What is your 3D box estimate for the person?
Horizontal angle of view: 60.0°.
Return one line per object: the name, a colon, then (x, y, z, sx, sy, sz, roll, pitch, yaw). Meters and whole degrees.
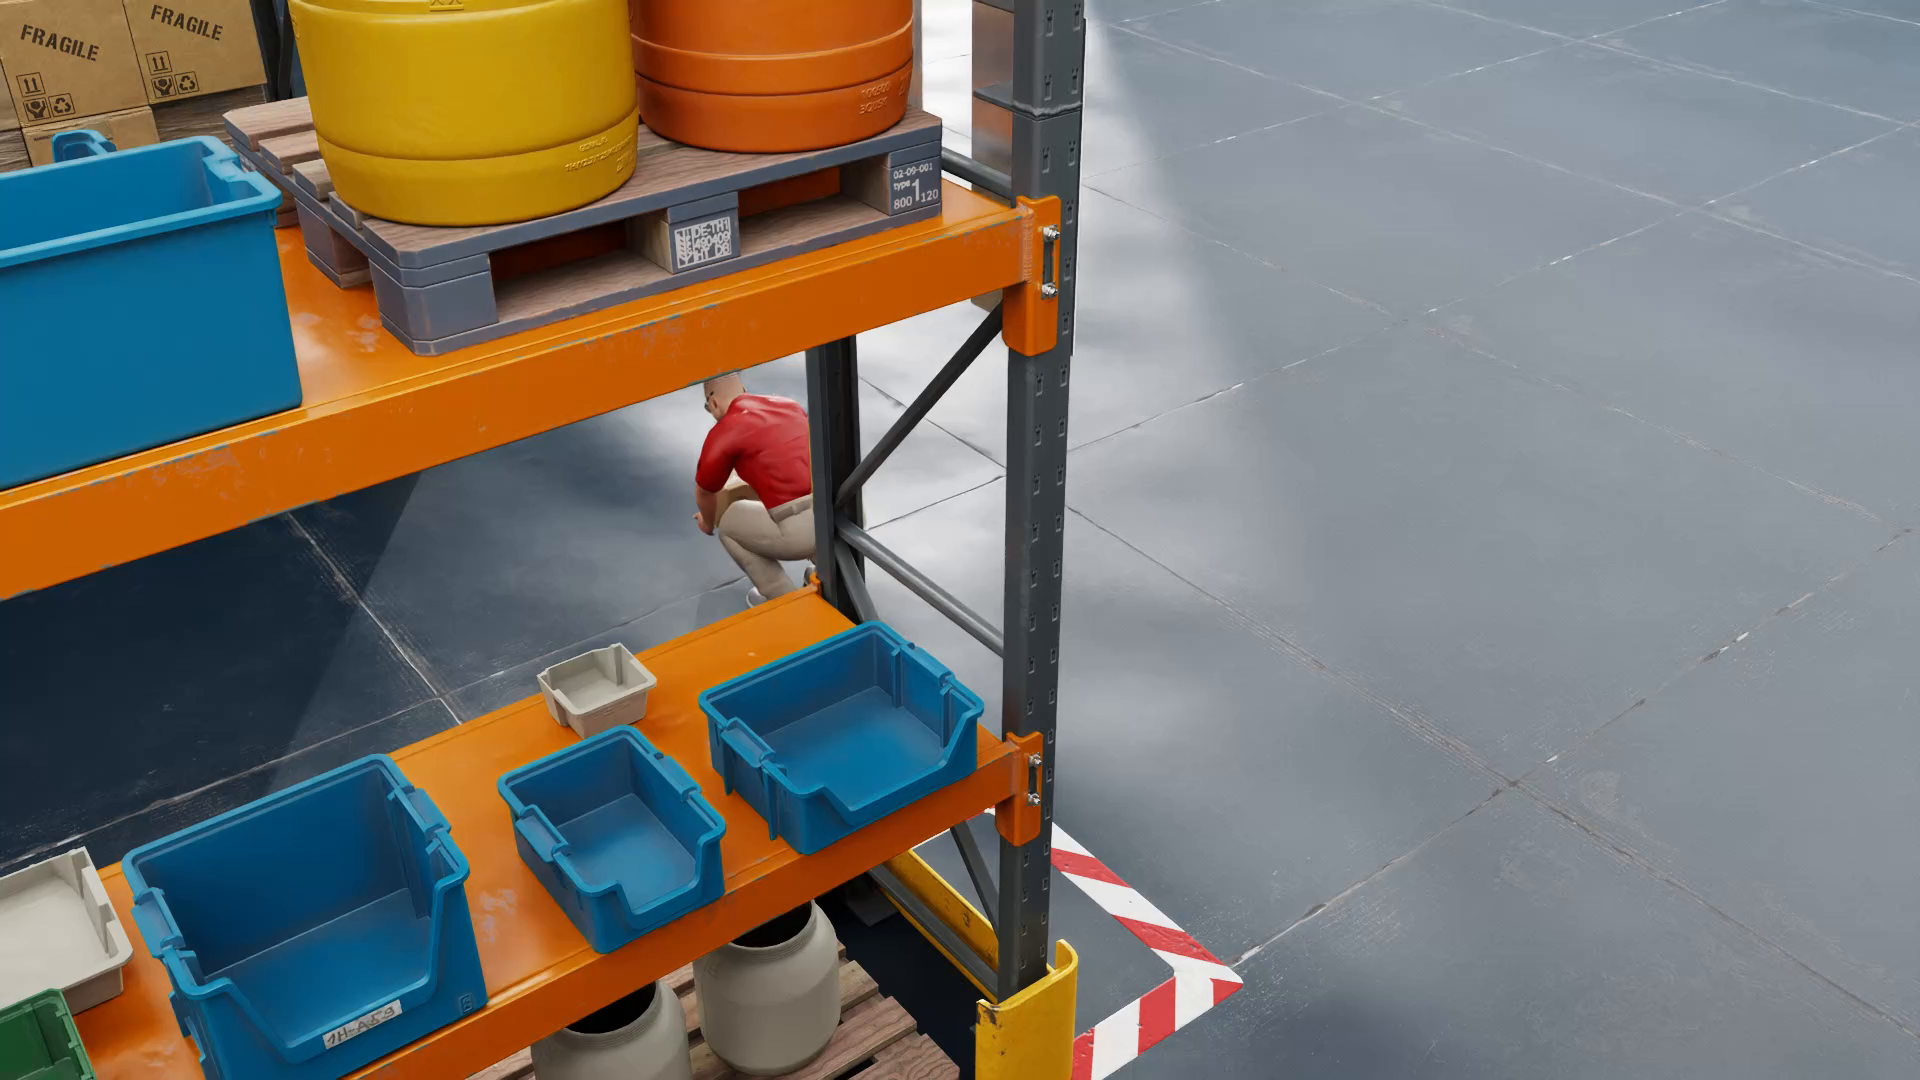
person: (-0.800, -0.191, 7.151, 0.567, 1.002, 0.877, -22, 38, -31)
